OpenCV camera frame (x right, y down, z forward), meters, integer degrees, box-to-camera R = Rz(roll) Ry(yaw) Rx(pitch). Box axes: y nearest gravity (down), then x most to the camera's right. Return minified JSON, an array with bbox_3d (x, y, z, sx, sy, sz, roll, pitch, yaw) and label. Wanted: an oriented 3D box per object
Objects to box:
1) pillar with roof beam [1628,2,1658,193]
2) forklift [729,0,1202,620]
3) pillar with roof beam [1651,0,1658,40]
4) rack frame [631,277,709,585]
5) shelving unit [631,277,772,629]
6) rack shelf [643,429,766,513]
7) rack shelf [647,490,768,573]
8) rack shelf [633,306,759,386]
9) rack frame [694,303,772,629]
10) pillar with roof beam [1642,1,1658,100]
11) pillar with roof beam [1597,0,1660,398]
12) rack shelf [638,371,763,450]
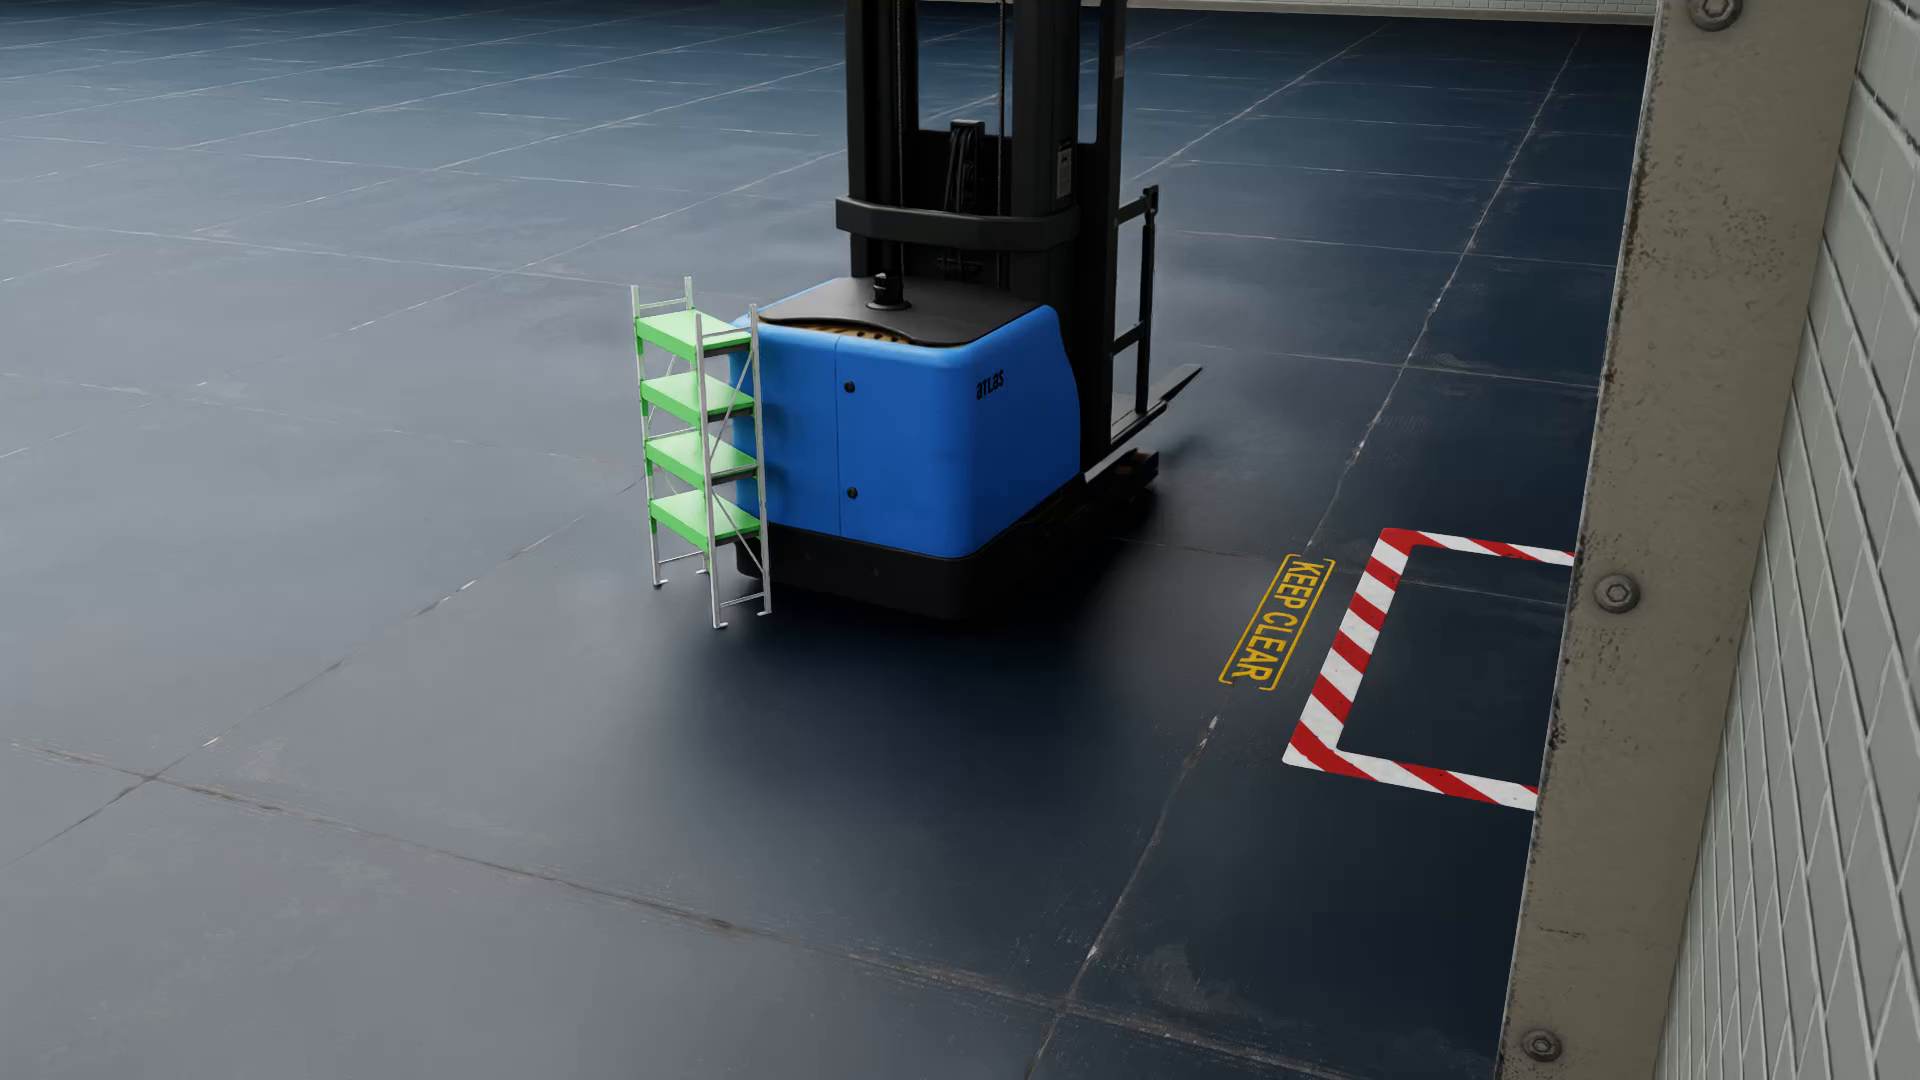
[{"bbox_3d":[1.816,-7.717,13.786,9.100,9.000,0.400,9,24,20],"label":"pillar with roof beam"},{"bbox_3d":[0.248,-1.589,6.987,1.130,2.935,3.031,11,25,25],"label":"forklift"},{"bbox_3d":[6.273,-12.012,24.066,9.100,9.000,0.400,9,24,20],"label":"pillar with roof beam"},{"bbox_3d":[-1.107,-0.404,6.396,0.240,1.200,0.015,-16,27,-33],"label":"rack frame"},{"bbox_3d":[-0.962,-0.328,6.215,0.258,1.200,0.503,-16,27,-33],"label":"shelving unit"},{"bbox_3d":[-0.962,-0.269,6.239,0.258,0.148,0.480,-16,27,-33],"label":"rack shelf"},{"bbox_3d":[-0.962,-0.048,6.332,0.258,0.148,0.480,-16,27,-33],"label":"rack shelf"},{"bbox_3d":[-0.962,-0.712,6.054,0.258,0.148,0.480,-16,27,-33],"label":"rack shelf"},{"bbox_3d":[-0.818,-0.253,6.033,0.240,1.200,0.015,-16,27,-33],"label":"rack frame"},{"bbox_3d":[4.044,-9.864,18.926,9.100,9.000,0.400,9,24,20],"label":"pillar with roof beam"},{"bbox_3d":[-0.413,-5.570,8.645,9.100,9.000,0.400,9,24,20],"label":"pillar with roof beam"},{"bbox_3d":[-0.962,-0.491,6.147,0.258,0.148,0.480,-16,27,-33],"label":"rack shelf"}]
